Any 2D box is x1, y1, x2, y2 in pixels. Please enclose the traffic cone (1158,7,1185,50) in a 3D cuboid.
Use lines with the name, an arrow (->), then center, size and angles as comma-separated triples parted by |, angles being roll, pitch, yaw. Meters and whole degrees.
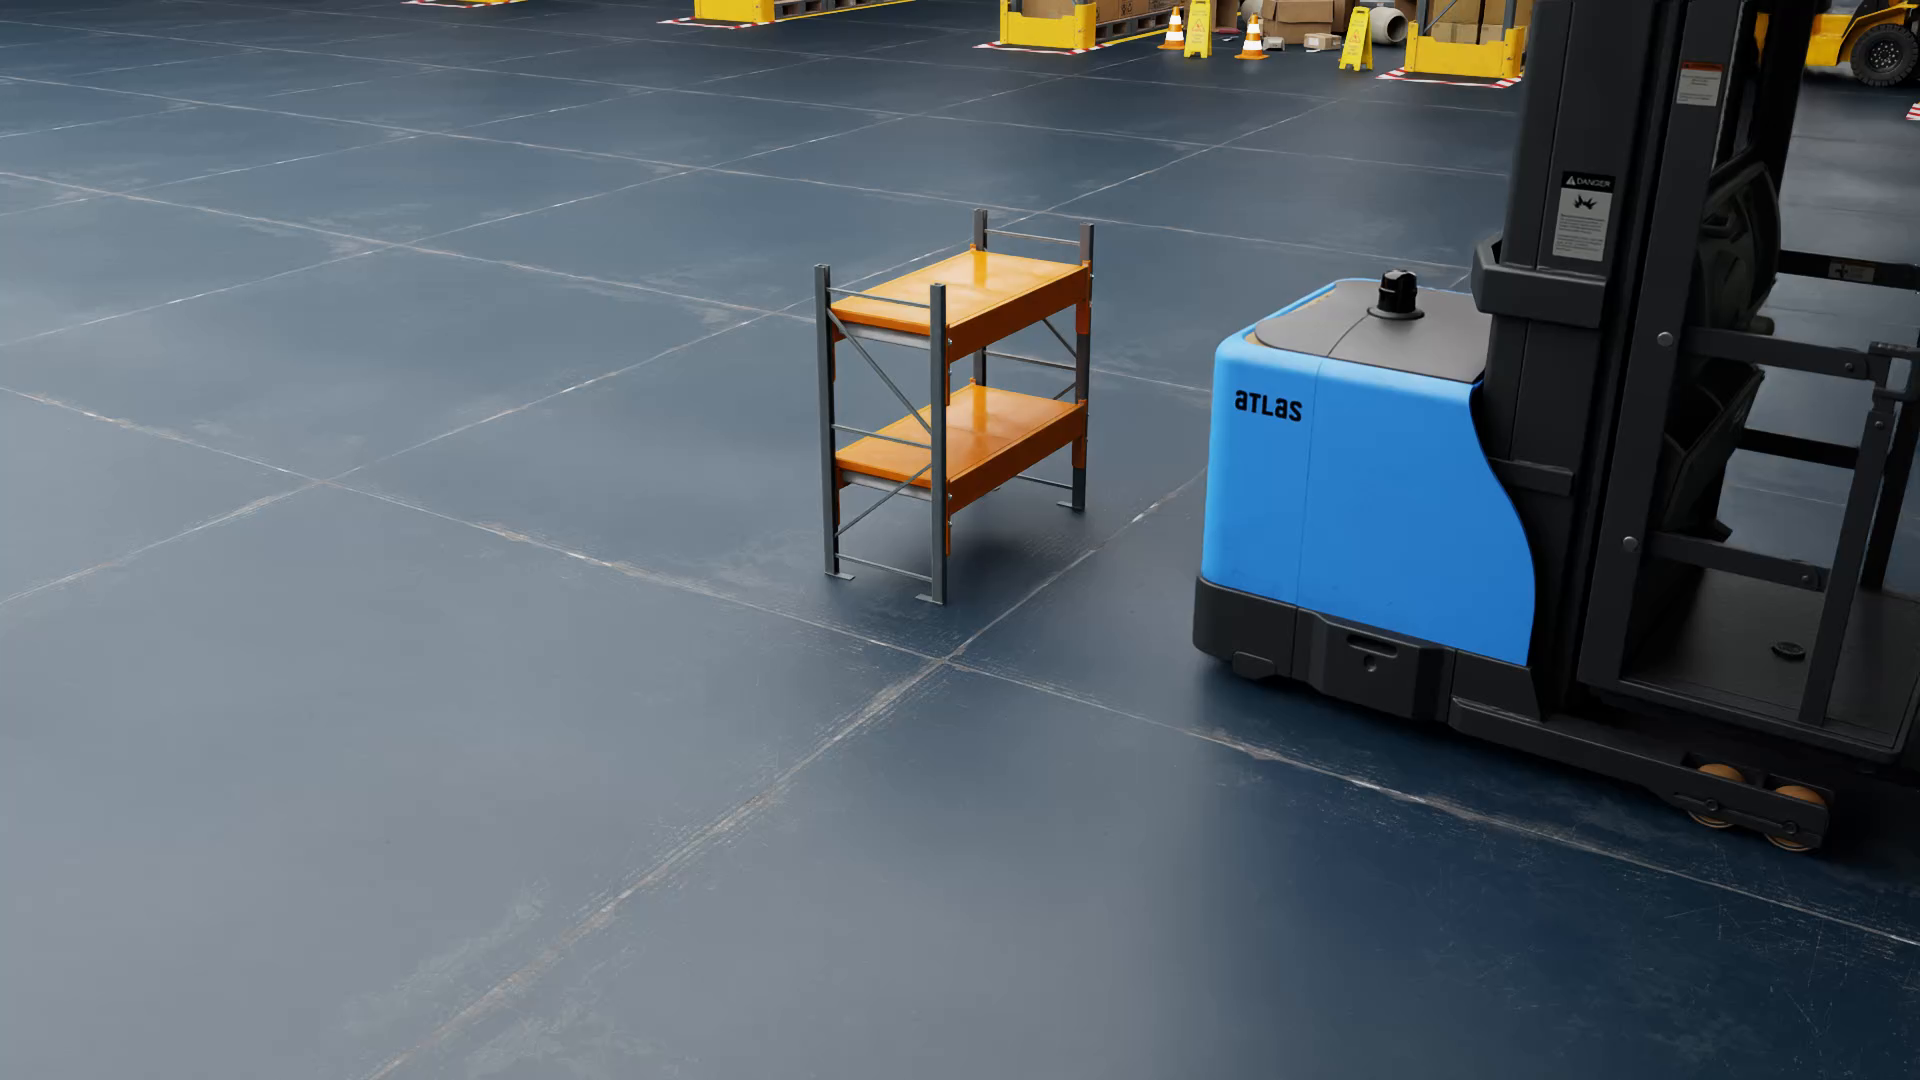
traffic cone -> 2.548, -6.069, 19.686 | 0.336, 0.463, 0.334 | 14, 27, 29

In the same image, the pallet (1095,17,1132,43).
pallet -> 1.417, -6.358, 20.670 | 1.003, 0.211, 1.213 | 14, 27, 29

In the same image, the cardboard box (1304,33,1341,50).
cardboard box -> 4.295, -5.905, 19.703 | 0.250, 0.149, 0.380 | -12, 26, -26

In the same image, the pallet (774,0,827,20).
pallet -> -2.600, -7.437, 23.164 | 1.003, 0.211, 1.213 | 14, 27, 29

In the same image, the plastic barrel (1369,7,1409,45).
plastic barrel -> 5.124, -6.180, 19.993 | 0.421, 0.421, 0.512 | -7, 24, -17

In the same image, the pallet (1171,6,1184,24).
pallet -> 2.704, -7.181, 22.573 | 1.003, 0.211, 1.213 | 14, 27, 29

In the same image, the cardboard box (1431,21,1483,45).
cardboard box -> 5.531, -5.616, 18.380 | 0.500, 0.250, 0.500 | 14, 27, 29

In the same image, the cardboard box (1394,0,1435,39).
cardboard box -> 5.709, -6.475, 20.576 | 0.500, 0.500, 0.500 | -7, 24, -17

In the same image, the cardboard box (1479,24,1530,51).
cardboard box -> 5.981, -5.493, 18.096 | 0.500, 0.250, 0.500 | 14, 27, 29

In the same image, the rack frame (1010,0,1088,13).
rack frame -> 1.062, -7.351, 19.455 | 1.000, 3.000, 0.127 | 14, 27, 29

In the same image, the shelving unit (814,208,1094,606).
shelving unit -> 0.004, -0.518, 6.032 | 0.538, 1.125, 1.048 | 14, 27, 29

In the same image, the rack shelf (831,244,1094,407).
rack shelf -> 0.004, -0.787, 5.916 | 0.538, 0.278, 1.000 | 14, 27, 29

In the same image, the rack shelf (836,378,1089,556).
rack shelf -> 0.004, -0.294, 6.129 | 0.538, 0.278, 1.000 | 14, 27, 29

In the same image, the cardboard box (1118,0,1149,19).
cardboard box -> 1.825, -7.109, 21.041 | 0.875, 0.875, 0.875 | 13, 27, 28

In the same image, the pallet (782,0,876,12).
pallet -> -1.956, -7.848, 24.112 | 1.003, 0.211, 1.213 | 14, 27, 29

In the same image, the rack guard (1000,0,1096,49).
rack guard -> 1.049, -6.196, 19.933 | 1.175, 0.500, 0.348 | 14, 27, 29

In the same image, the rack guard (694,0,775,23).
rack guard -> -3.059, -7.303, 22.491 | 1.175, 0.500, 0.348 | 14, 27, 29

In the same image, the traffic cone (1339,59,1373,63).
traffic cone -> 4.451, -5.599, 18.601 | 0.336, 0.463, 0.334 | 14, 27, 29

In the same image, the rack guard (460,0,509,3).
rack guard -> -7.307, -8.351, 24.911 | 1.175, 0.500, 0.348 | 14, 27, 29

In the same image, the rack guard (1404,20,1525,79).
rack guard -> 5.360, -5.226, 17.694 | 1.175, 0.500, 0.348 | 14, 27, 29

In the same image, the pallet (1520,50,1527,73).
pallet -> 5.819, -5.361, 18.367 | 1.003, 0.211, 1.213 | 14, 27, 29

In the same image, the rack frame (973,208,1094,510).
rack frame -> 0.272, -0.690, 6.428 | 0.500, 1.125, 0.032 | 14, 27, 29

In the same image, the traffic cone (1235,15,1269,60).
traffic cone -> 3.329, -5.717, 18.874 | 0.336, 0.463, 0.334 | 14, 27, 29

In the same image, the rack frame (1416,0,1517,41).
rack frame -> 5.320, -6.348, 17.138 | 1.000, 3.000, 0.127 | 14, 27, 29

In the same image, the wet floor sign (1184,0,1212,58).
wet floor sign -> 2.728, -5.846, 18.942 | 0.267, 0.644, 0.232 | 9, 25, 20

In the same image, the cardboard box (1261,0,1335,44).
cardboard box -> 4.096, -6.326, 20.229 | 0.797, 0.503, 0.637 | -3, 24, -7

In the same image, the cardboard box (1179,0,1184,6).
cardboard box -> 2.780, -7.721, 22.456 | 0.875, 0.875, 0.875 | 14, 27, 30

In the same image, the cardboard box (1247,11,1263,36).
cardboard box -> 3.830, -6.480, 20.885 | 0.396, 0.266, 0.258 | 20, 30, 38

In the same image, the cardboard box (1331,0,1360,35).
cardboard box -> 4.582, -6.705, 20.935 | 0.797, 0.637, 0.503 | 14, 27, 29

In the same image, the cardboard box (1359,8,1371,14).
cardboard box -> 5.177, -6.618, 21.203 | 0.258, 0.266, 0.396 | -3, 24, -7

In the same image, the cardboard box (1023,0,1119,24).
cardboard box -> 1.363, -6.811, 20.354 | 0.875, 0.875, 0.875 | 14, 27, 29

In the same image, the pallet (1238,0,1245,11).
pallet -> 3.515, -7.698, 23.766 | 1.003, 0.211, 1.213 | 14, 27, 29

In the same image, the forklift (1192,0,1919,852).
forklift -> 2.245, -0.769, 4.338 | 3.031, 2.935, 1.130 | 15, 28, 31

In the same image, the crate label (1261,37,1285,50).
crate label -> 3.691, -5.846, 19.581 | 0.250, 0.136, 0.298 | 1, 23, 2

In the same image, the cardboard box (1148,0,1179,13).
cardboard box -> 2.308, -7.416, 21.751 | 0.875, 0.875, 0.875 | 14, 27, 29

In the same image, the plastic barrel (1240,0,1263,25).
plastic barrel -> 3.876, -6.815, 21.458 | 0.421, 0.421, 0.512 | -7, 24, -17

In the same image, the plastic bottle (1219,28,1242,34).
plastic bottle -> 3.431, -6.447, 21.065 | 0.283, 0.061, 0.133 | 5, 24, 11

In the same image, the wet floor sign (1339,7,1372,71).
wet floor sign -> 4.311, -5.428, 17.975 | 0.232, 0.644, 0.267 | -17, 29, -35

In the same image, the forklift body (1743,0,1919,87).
forklift body -> 8.990, -5.942, 17.268 | 2.313, 2.155, 1.214 | 14, 27, 29

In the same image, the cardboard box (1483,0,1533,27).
cardboard box -> 5.993, -5.845, 17.965 | 0.500, 0.500, 0.500 | 13, 27, 27

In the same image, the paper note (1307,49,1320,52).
paper note -> 4.128, -5.722, 19.428 | 0.148, 0.019, 0.142 | 5, 24, 11

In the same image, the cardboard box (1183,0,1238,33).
cardboard box -> 3.225, -6.816, 21.363 | 0.500, 0.500, 0.500 | 20, 30, 38

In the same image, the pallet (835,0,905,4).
pallet -> -1.313, -8.261, 25.067 | 1.003, 0.211, 1.213 | 14, 27, 29

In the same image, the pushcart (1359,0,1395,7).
pushcart -> 5.467, -6.955, 21.842 | 1.648, 0.377, 0.936 | 5, 24, 11

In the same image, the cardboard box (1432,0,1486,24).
cardboard box -> 5.521, -5.948, 18.202 | 0.500, 0.500, 0.500 | 14, 27, 29

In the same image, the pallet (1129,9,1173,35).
pallet -> 2.061, -6.768, 21.618 | 1.003, 0.211, 1.213 | 14, 27, 29

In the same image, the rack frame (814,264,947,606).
rack frame -> -0.265, -0.347, 5.635 | 0.500, 1.125, 0.032 | 14, 27, 29
